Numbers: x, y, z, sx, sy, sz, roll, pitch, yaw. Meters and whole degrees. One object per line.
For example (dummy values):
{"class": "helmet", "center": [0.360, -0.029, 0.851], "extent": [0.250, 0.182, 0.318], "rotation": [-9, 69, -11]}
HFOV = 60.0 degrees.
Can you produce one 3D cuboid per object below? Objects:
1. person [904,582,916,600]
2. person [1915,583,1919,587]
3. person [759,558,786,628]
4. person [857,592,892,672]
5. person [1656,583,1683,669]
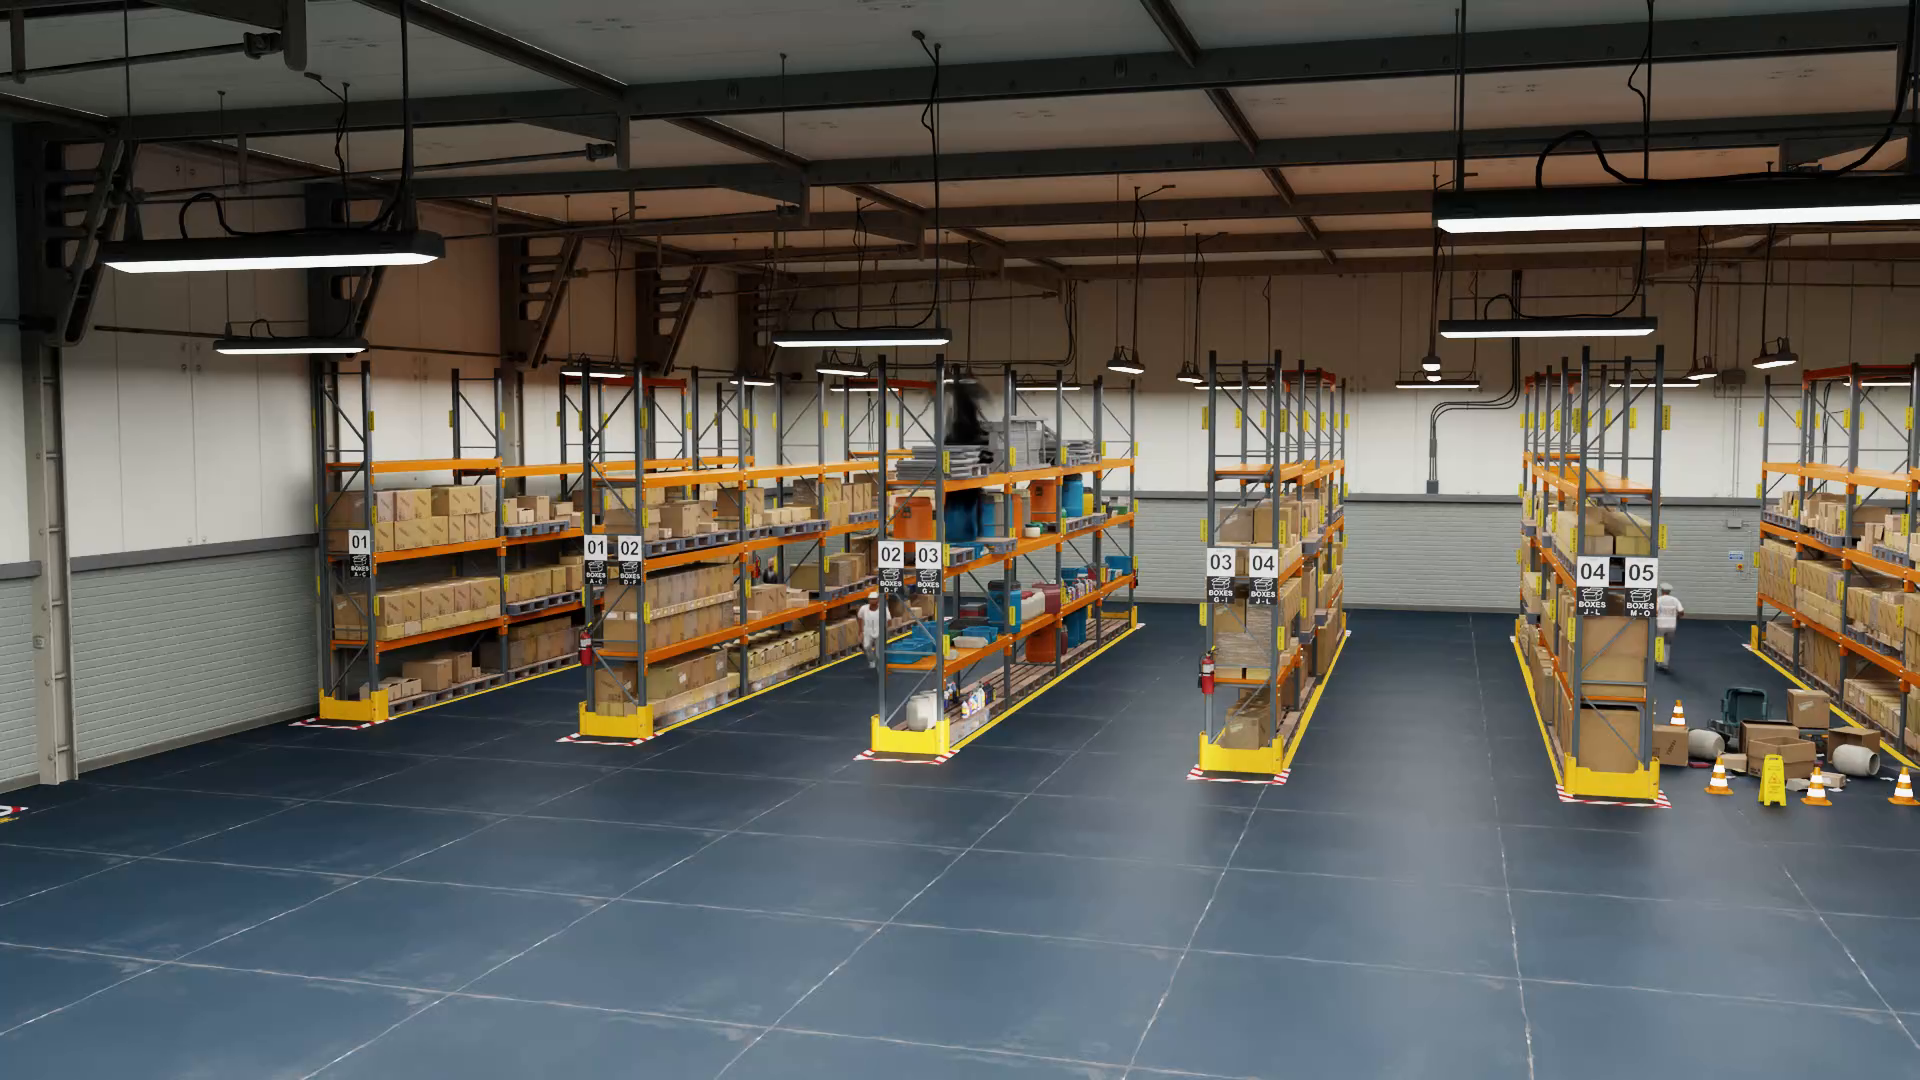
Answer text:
{"class": "person", "center": [-1.308, 1.134, 43.052], "extent": [0.718, 1.542, 0.417], "rotation": [0, 4, 0]}
{"class": "person", "center": [19.267, 1.728, 33.608], "extent": [0.682, 1.740, 0.590], "rotation": [0, 4, 1]}
{"class": "person", "center": [-4.568, 1.289, 40.254], "extent": [0.652, 1.678, 0.566], "rotation": [1, 4, 9]}
{"class": "person", "center": [-1.659, 1.792, 32.071], "extent": [0.683, 1.618, 0.895], "rotation": [0, 4, 4]}
{"class": "person", "center": [14.238, 1.738, 33.581], "extent": [0.667, 1.741, 0.578], "rotation": [0, 4, 6]}
